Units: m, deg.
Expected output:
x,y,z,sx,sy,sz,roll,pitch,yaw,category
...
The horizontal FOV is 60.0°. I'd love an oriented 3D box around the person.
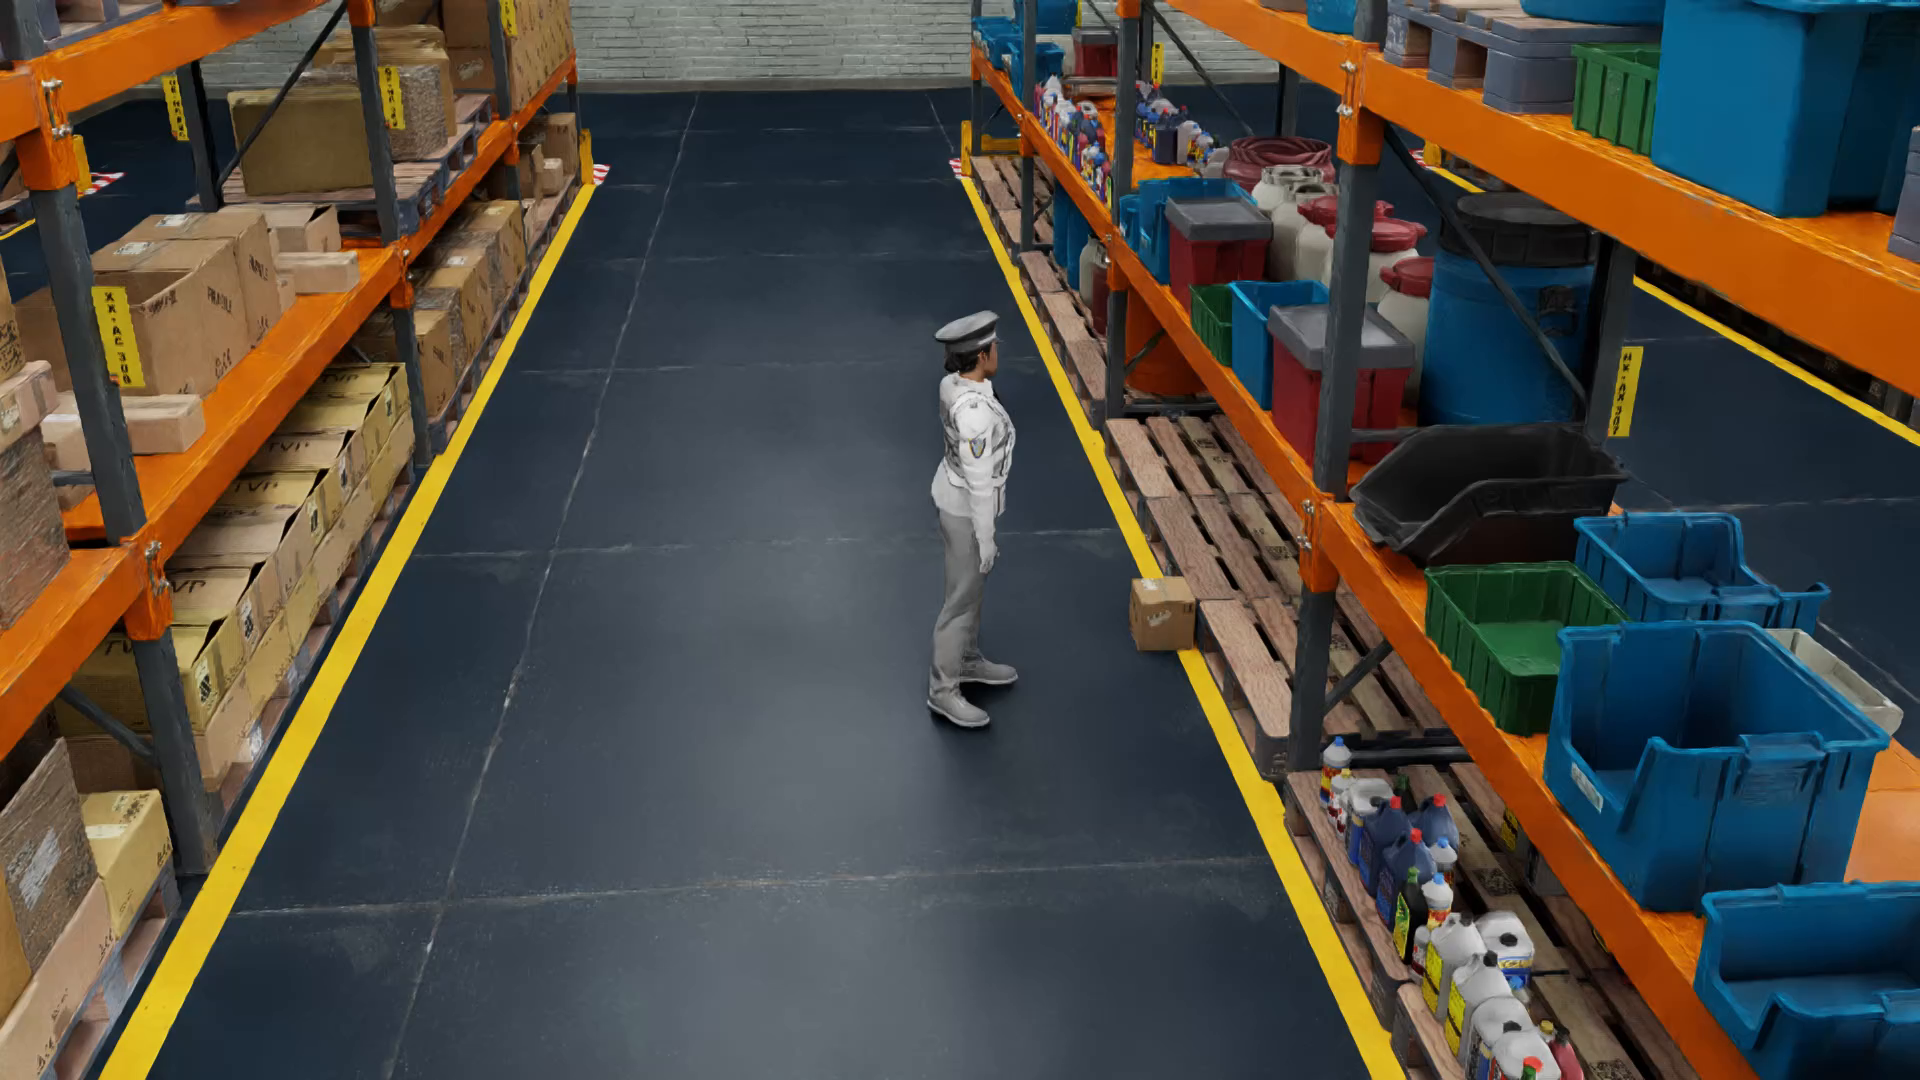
x,y,z,sx,sy,sz,roll,pitch,yaw,category
0.054,-0.112,6.792,0.423,1.683,0.602,-3,24,-8,person
